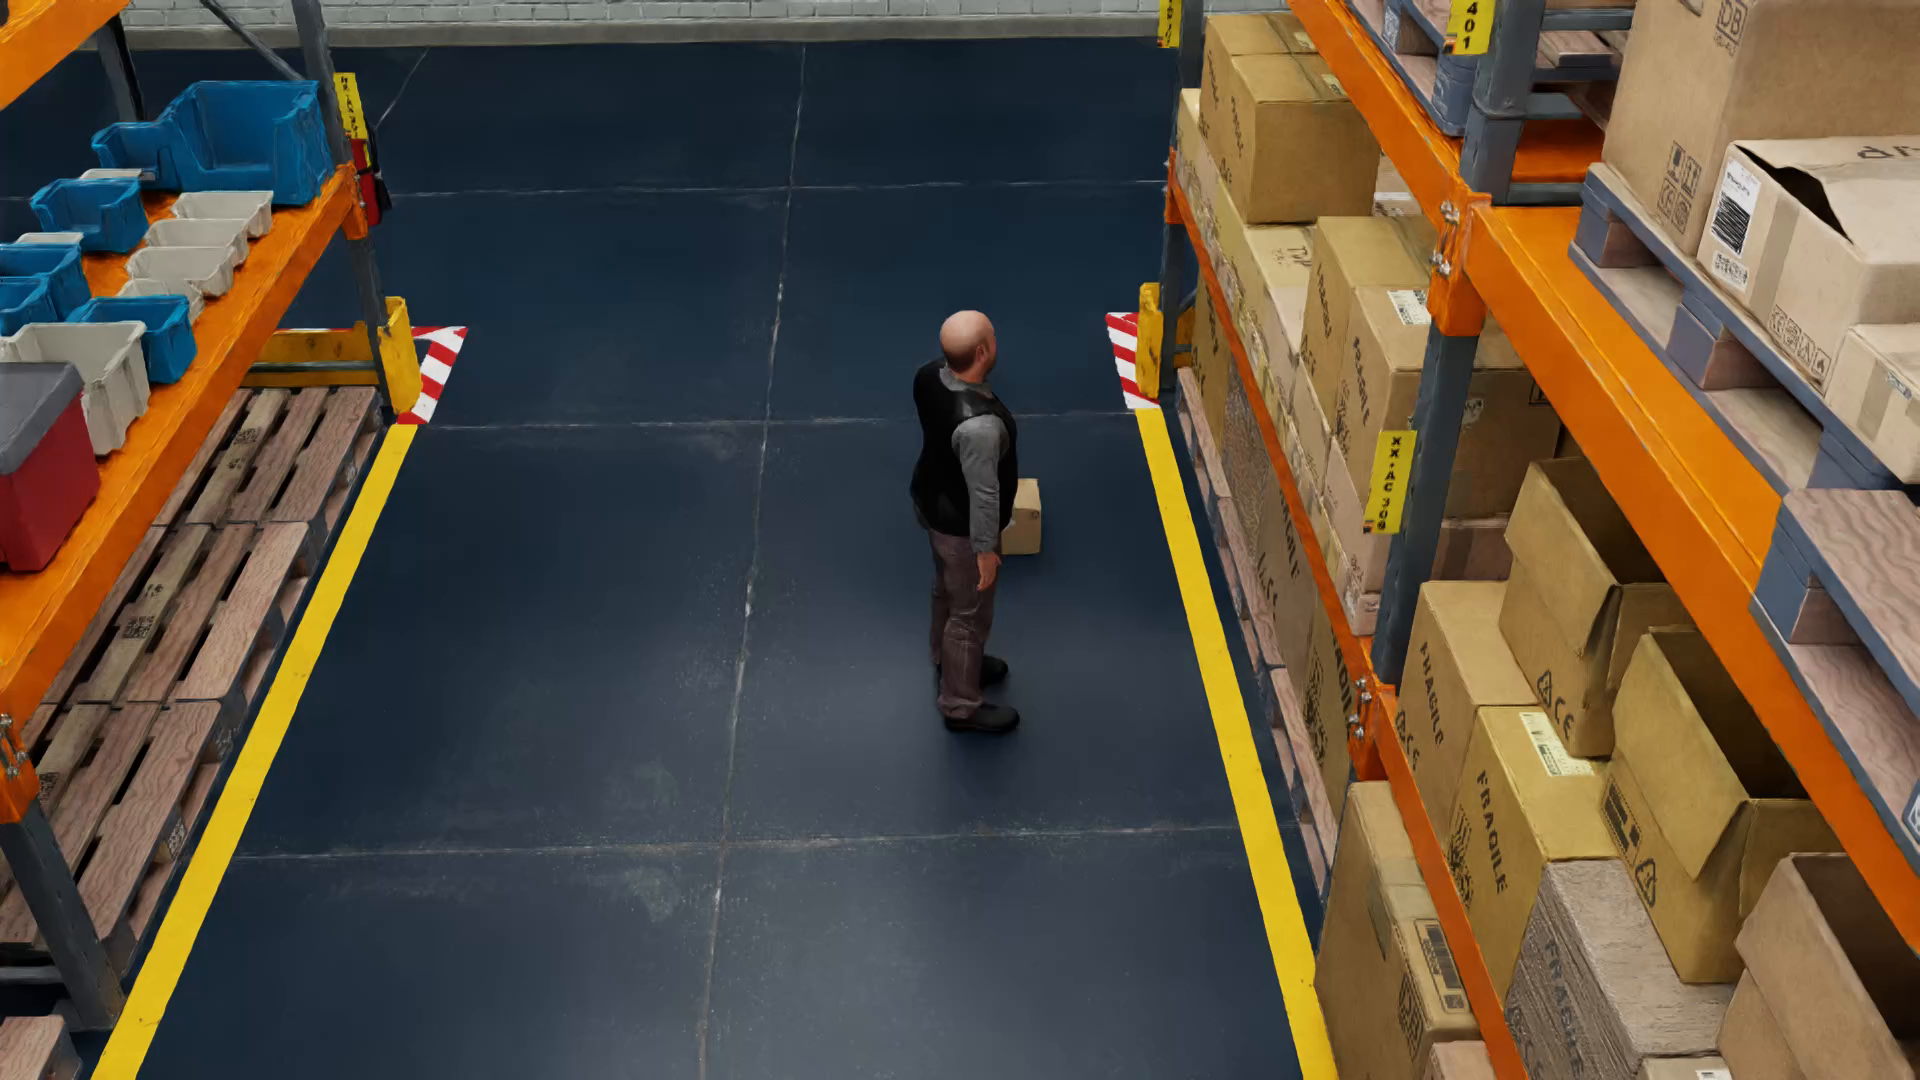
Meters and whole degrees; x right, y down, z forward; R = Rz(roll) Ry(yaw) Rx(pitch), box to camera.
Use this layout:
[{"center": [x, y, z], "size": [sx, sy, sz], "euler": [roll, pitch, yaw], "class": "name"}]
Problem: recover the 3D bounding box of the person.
[{"center": [0.033, -0.088, 6.255], "size": [0.393, 1.729, 0.600], "euler": [-13, 37, -17], "class": "person"}]
